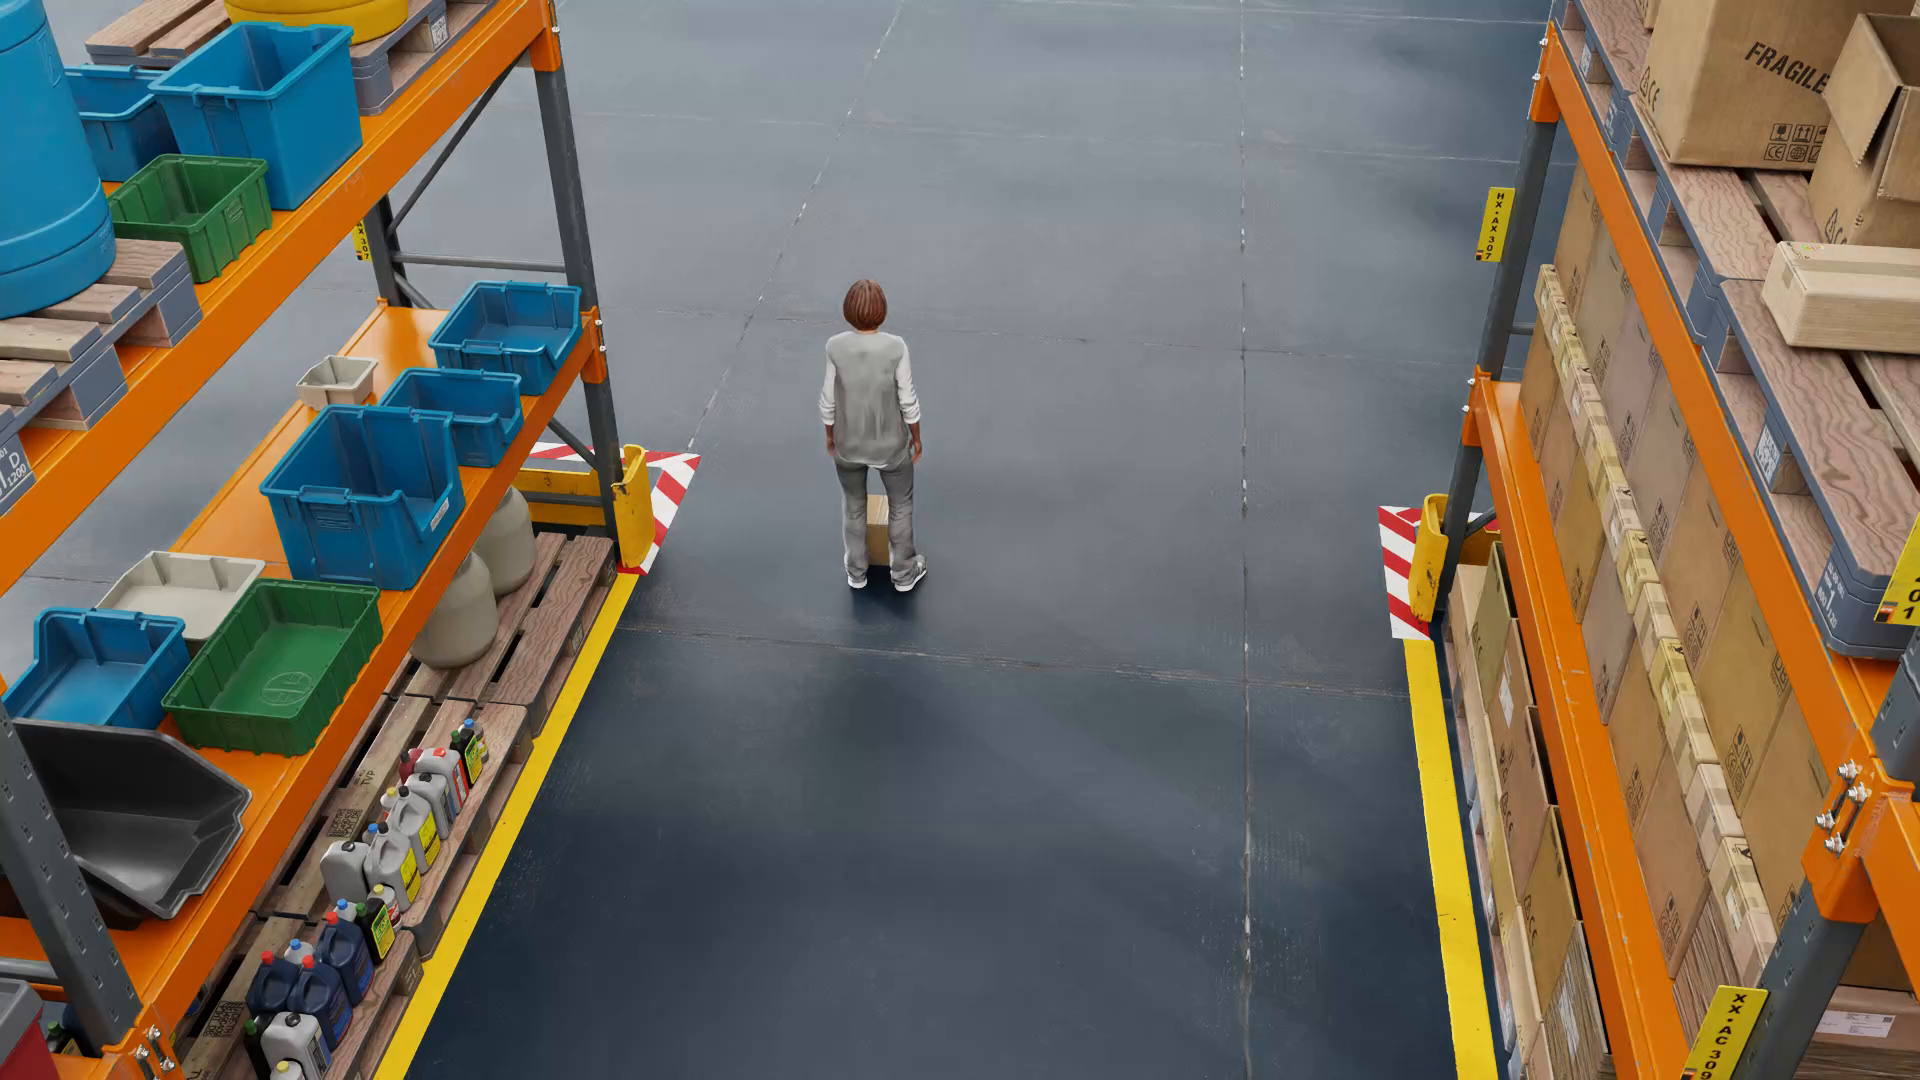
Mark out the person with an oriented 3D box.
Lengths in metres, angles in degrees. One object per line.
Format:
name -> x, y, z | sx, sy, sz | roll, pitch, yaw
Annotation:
person -> -0.403, -0.443, 7.642 | 0.459, 1.593, 0.346 | 4, 37, 5
